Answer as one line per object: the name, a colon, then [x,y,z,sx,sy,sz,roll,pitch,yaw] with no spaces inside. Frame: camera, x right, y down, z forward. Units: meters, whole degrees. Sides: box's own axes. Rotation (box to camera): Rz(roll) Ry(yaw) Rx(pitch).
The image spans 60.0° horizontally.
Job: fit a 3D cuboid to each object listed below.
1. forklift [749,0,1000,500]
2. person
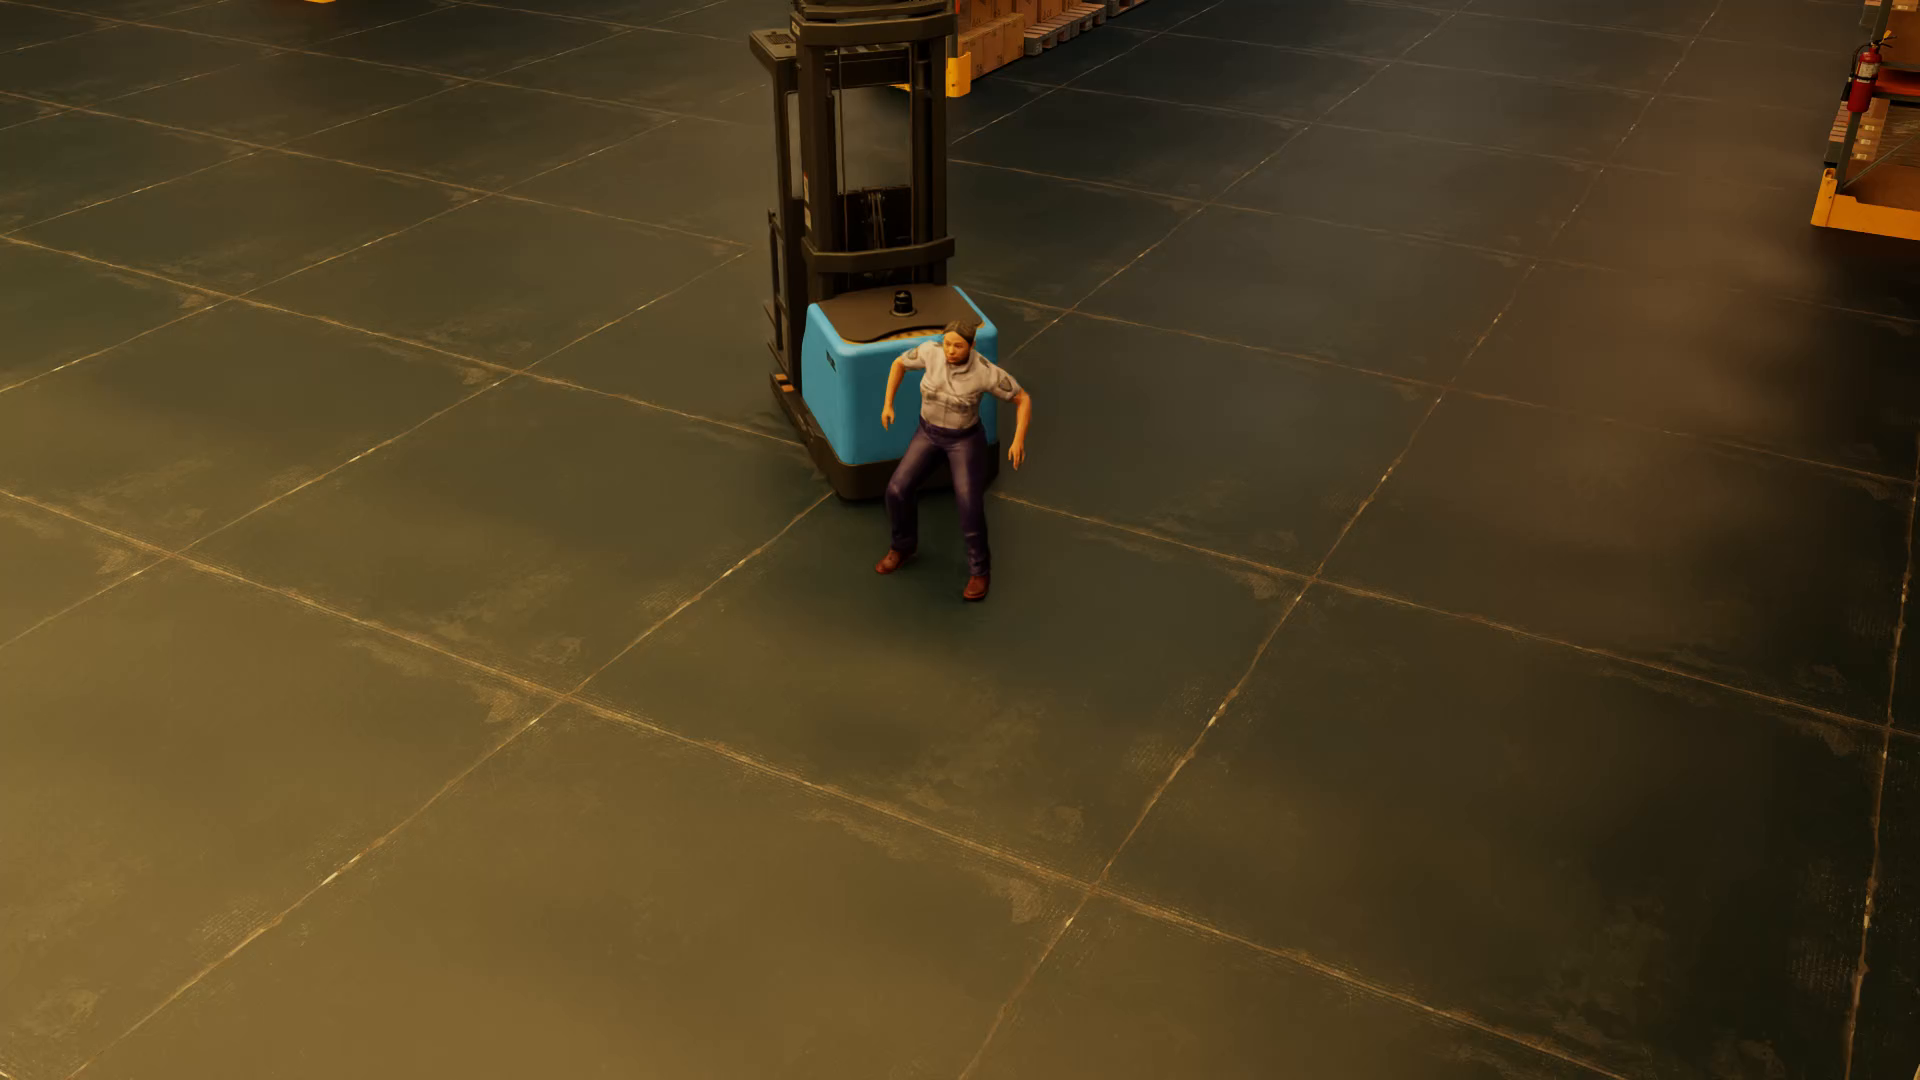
forklift: [-0.703,-2.242,10.956,1.130,2.935,3.031,-10,31,-16]
person: [-0.056,-0.499,9.359,0.906,1.541,0.631,14,33,22]
